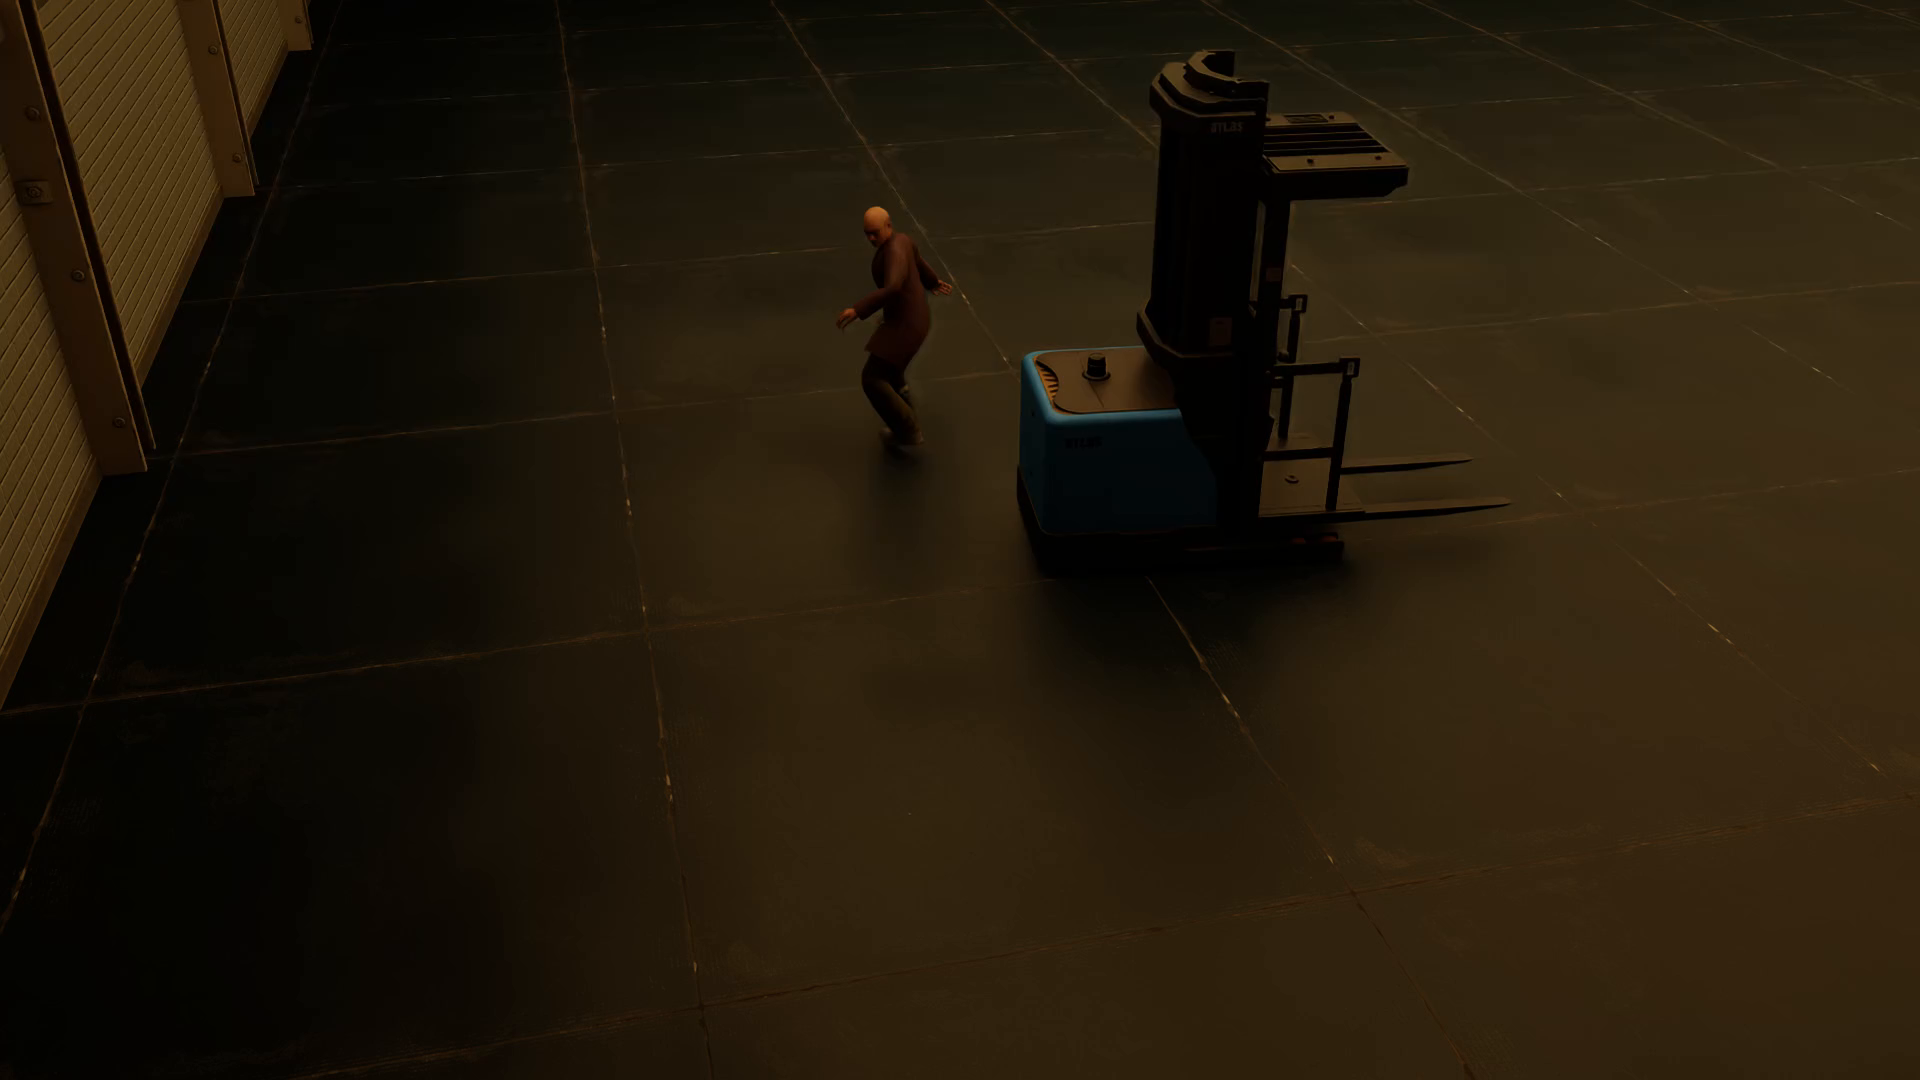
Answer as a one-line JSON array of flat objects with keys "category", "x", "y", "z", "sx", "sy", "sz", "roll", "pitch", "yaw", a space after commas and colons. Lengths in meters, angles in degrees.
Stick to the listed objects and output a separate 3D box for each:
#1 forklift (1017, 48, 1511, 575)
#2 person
[{"category": "forklift", "x": 1.926, "y": -1.375, "z": 9.950, "sx": 3.031, "sy": 2.935, "sz": 1.130, "roll": -4, "pitch": 30, "yaw": -6}, {"category": "person", "x": -0.445, "y": -1.493, "z": 11.597, "sx": 0.597, "sy": 1.739, "sz": 1.144, "roll": 5, "pitch": 30, "yaw": 9}]
